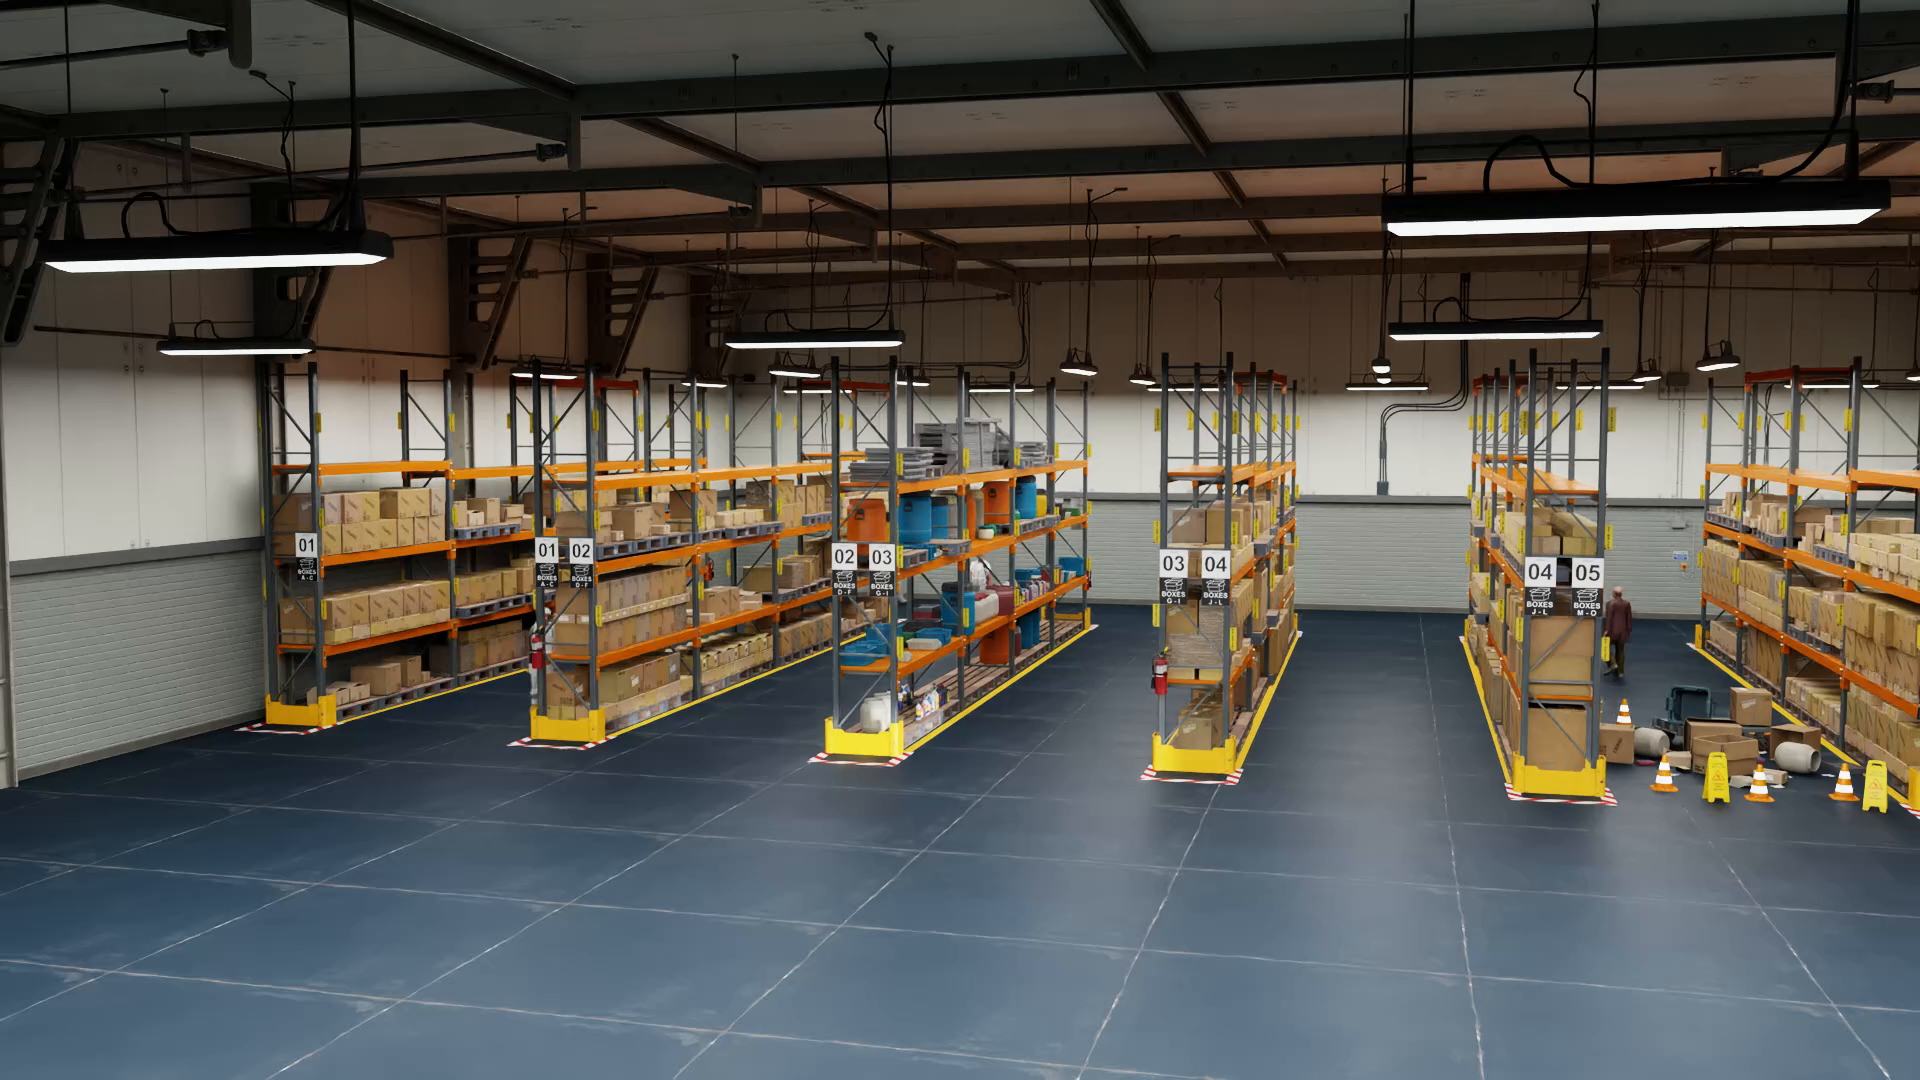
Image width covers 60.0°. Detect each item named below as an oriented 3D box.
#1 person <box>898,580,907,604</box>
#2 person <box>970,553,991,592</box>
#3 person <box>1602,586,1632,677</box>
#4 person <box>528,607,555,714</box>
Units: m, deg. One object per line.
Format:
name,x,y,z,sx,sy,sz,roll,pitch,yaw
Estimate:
person,-1.818,0.893,46.307,1.106,1.717,0.517,2,5,29
person,0.466,1.116,42.665,0.562,1.709,1.024,1,4,20
person,12.953,1.805,32.767,0.638,1.779,0.531,-1,4,-12
person,-7.274,2.084,28.932,0.563,1.805,0.670,0,4,-1
